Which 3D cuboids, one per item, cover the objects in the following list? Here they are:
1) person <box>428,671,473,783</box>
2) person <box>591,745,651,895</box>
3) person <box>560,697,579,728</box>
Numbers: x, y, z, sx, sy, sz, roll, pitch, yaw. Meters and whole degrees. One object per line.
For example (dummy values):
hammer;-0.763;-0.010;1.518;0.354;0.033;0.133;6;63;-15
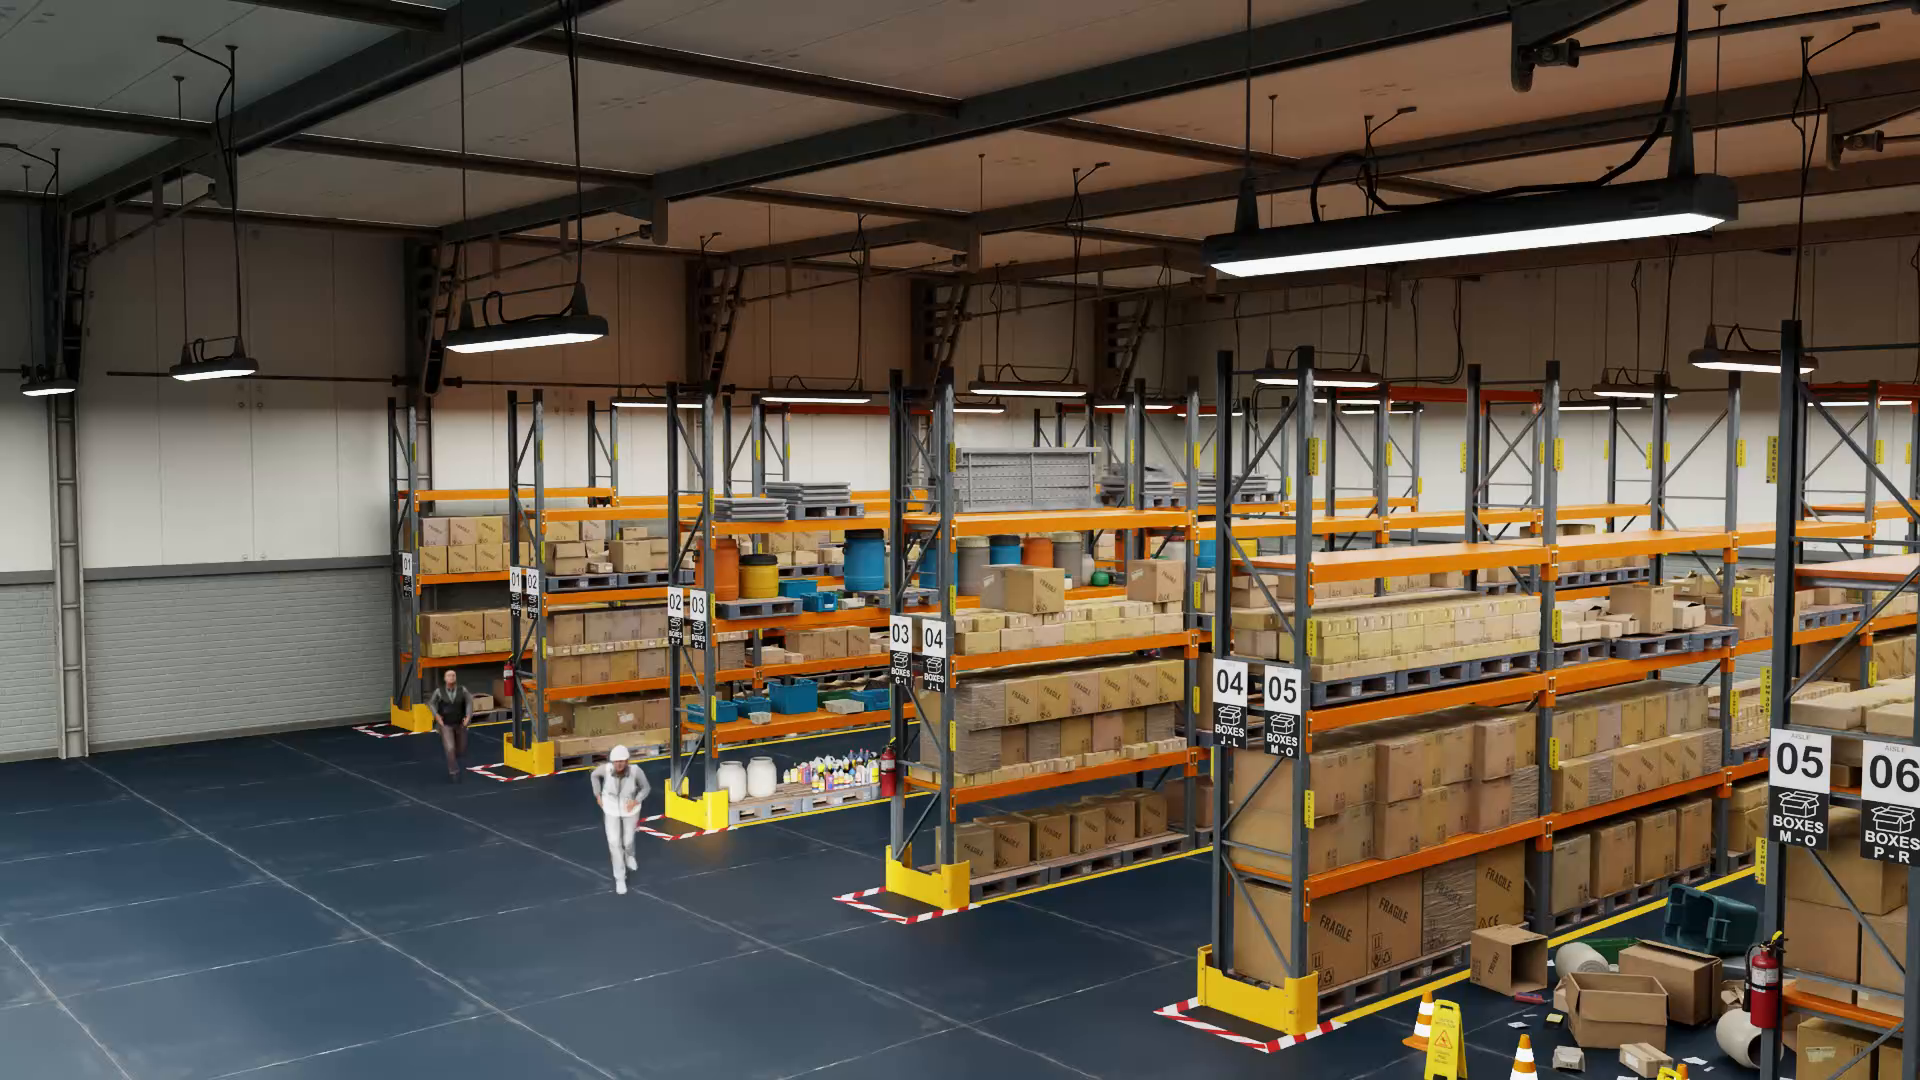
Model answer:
person;-7.839;2.850;25.627;0.662;1.694;0.817;-2;4;-29
person;-3.955;3.202;19.469;0.697;1.731;1.050;0;3;-4
person;-6.767;2.619;28.675;0.660;1.746;0.611;3;4;38
